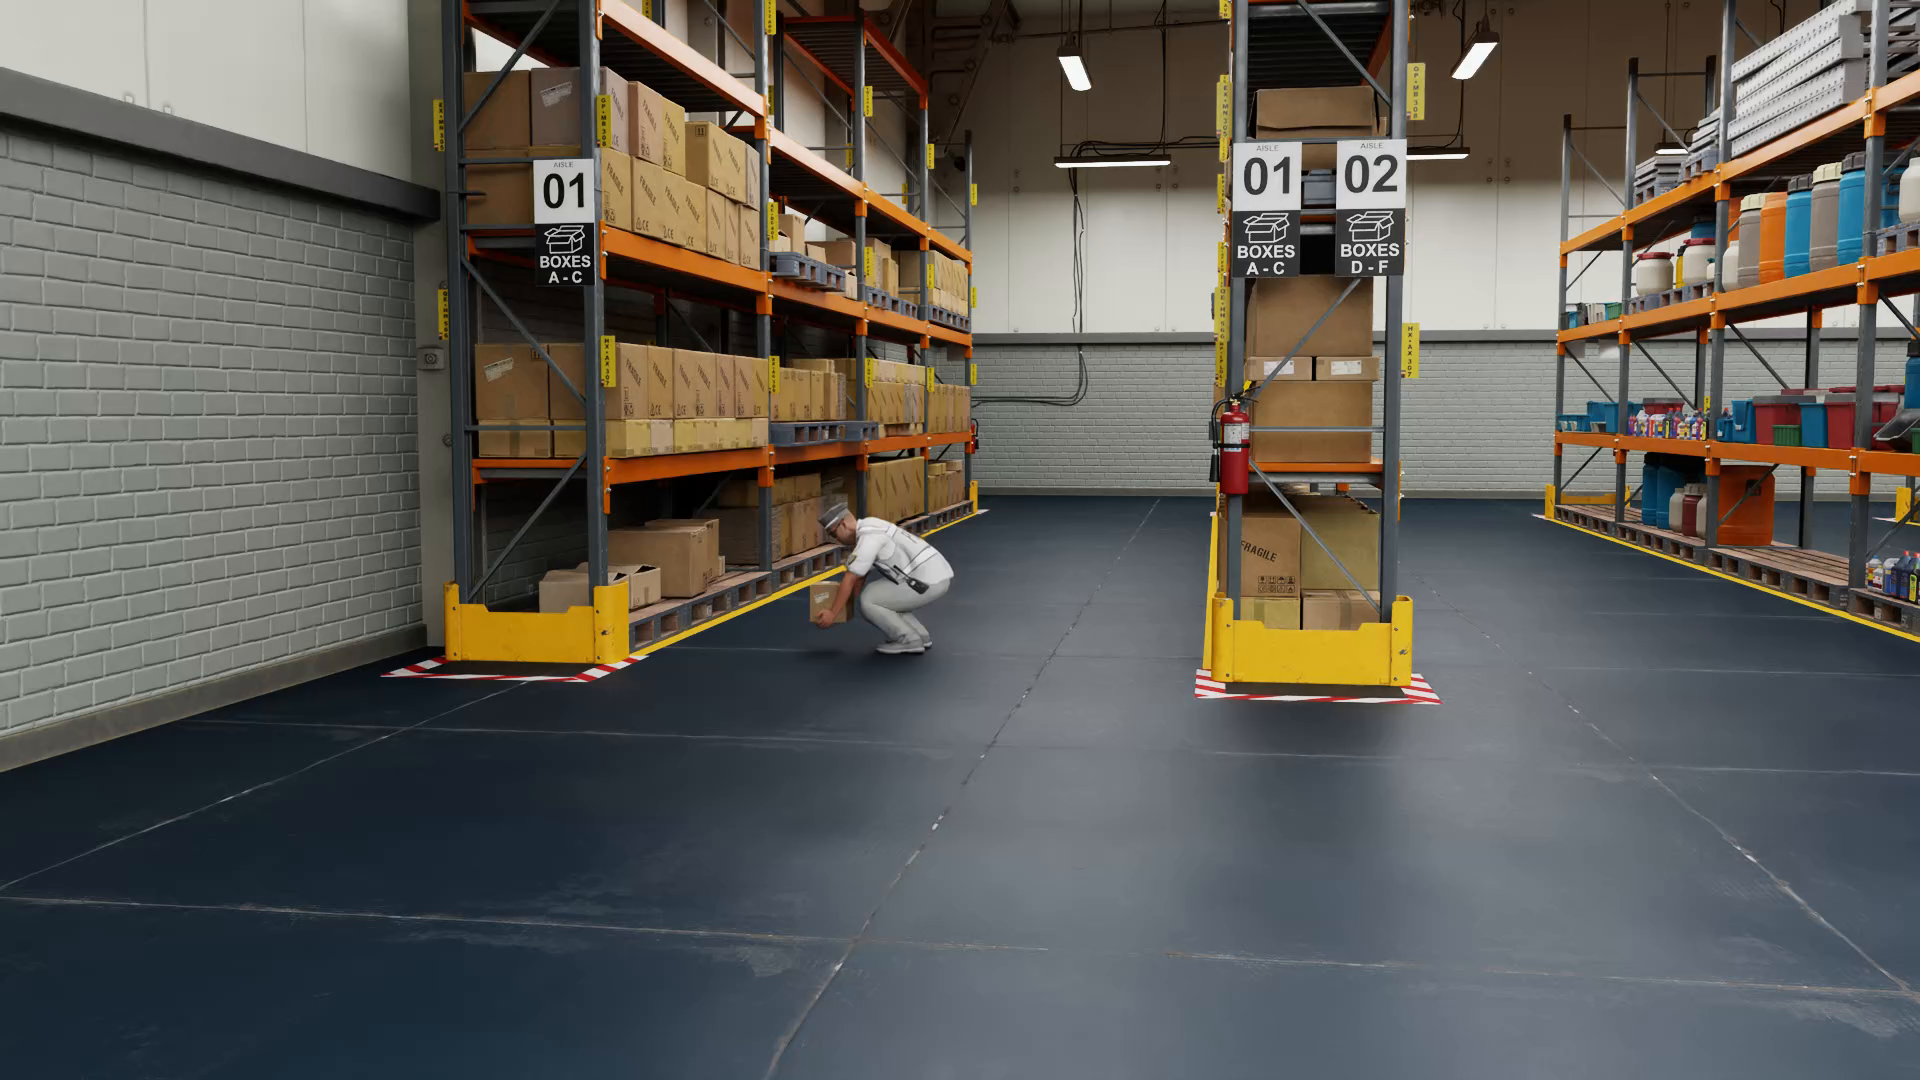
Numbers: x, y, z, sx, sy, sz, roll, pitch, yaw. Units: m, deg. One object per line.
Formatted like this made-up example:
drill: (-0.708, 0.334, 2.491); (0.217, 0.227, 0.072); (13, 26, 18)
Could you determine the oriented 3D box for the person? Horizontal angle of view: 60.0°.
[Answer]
person: (-0.509, 0.252, 11.220); (0.914, 1.006, 0.570); (1, 4, 9)
